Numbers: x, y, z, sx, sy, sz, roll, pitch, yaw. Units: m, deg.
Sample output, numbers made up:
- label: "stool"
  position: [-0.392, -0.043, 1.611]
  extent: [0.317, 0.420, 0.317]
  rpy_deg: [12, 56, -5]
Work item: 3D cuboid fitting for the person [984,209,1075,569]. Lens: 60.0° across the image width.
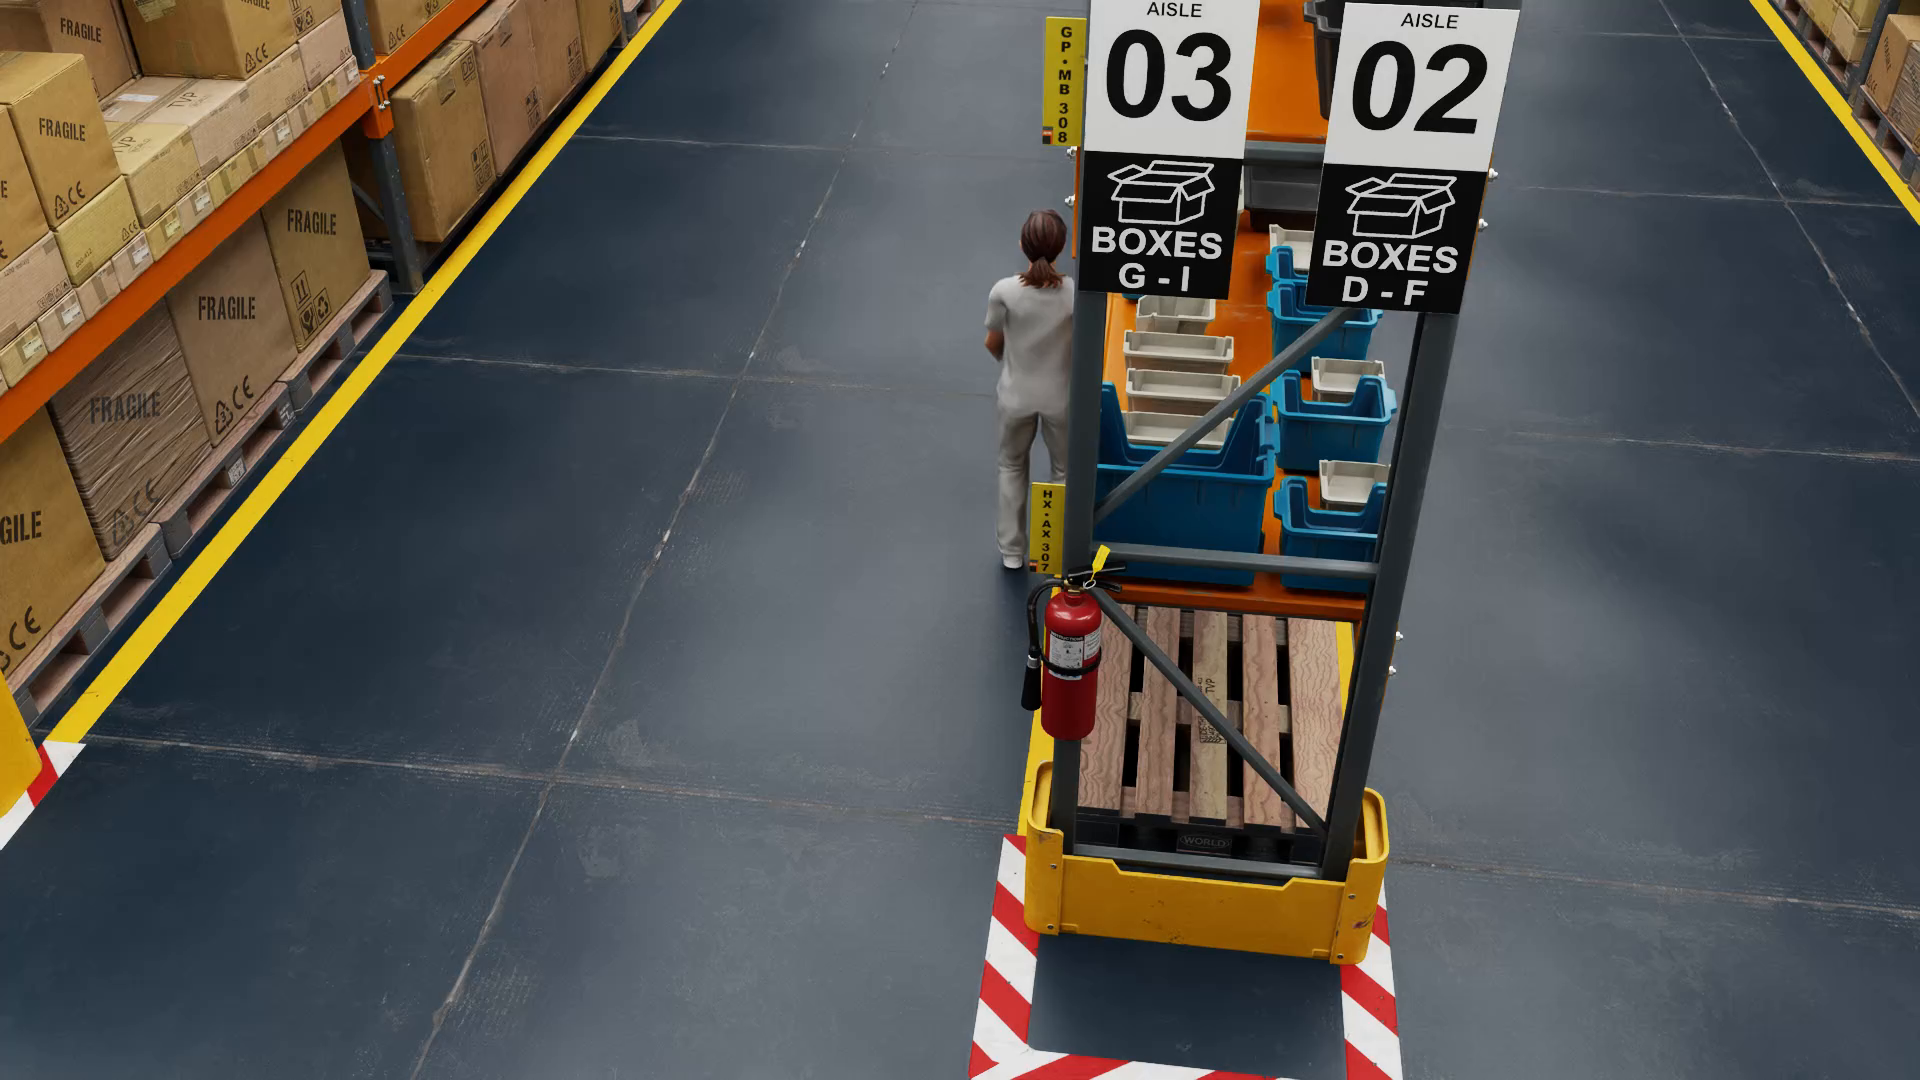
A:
- label: "person"
  position: [0.337, -0.619, 6.990]
  extent: [0.466, 1.676, 0.429]
  rpy_deg: [4, 36, 5]
